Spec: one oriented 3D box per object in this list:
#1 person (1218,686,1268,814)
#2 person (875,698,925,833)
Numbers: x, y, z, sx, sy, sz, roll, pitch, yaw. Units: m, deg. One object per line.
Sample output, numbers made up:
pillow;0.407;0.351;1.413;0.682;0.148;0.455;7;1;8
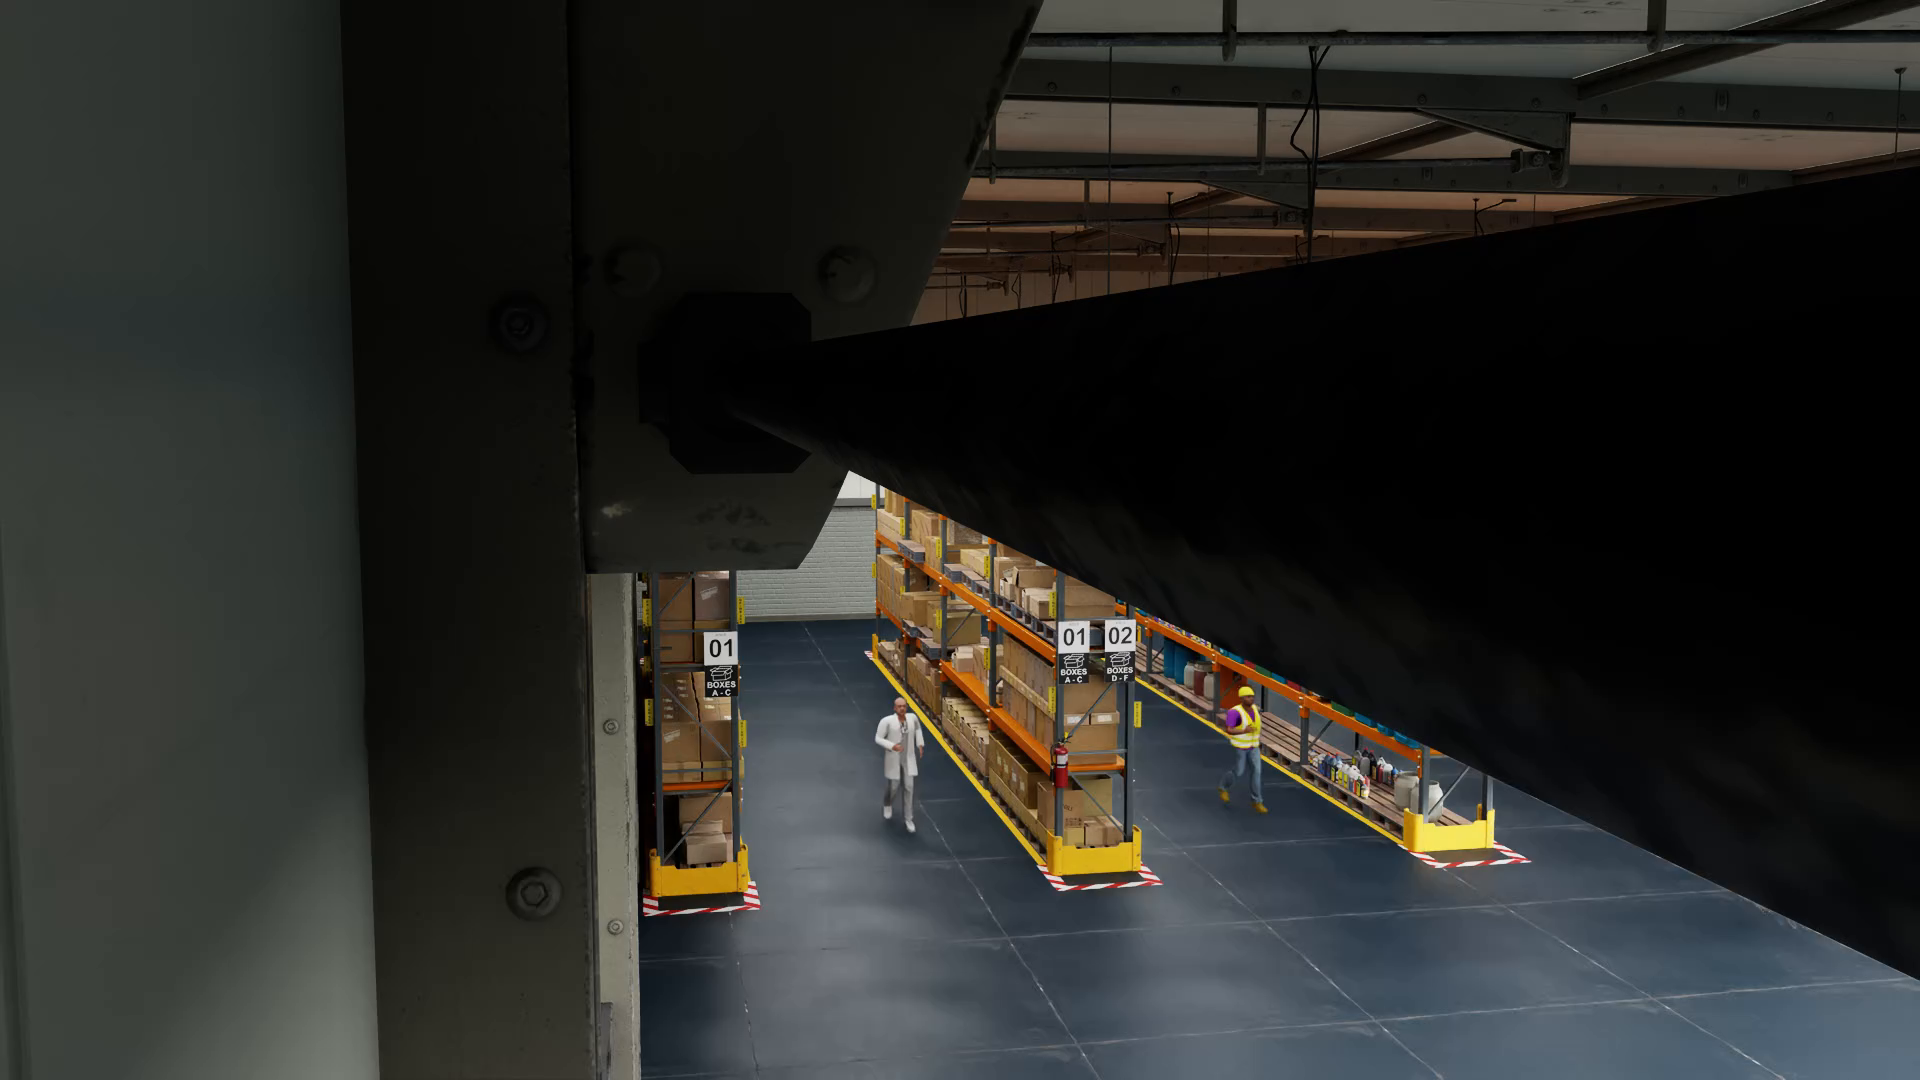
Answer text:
person;4.077;2.972;23.879;0.730;1.770;0.939;-3;7;-31
person;-0.836;3.109;23.104;0.730;1.726;0.949;-2;6;-19
